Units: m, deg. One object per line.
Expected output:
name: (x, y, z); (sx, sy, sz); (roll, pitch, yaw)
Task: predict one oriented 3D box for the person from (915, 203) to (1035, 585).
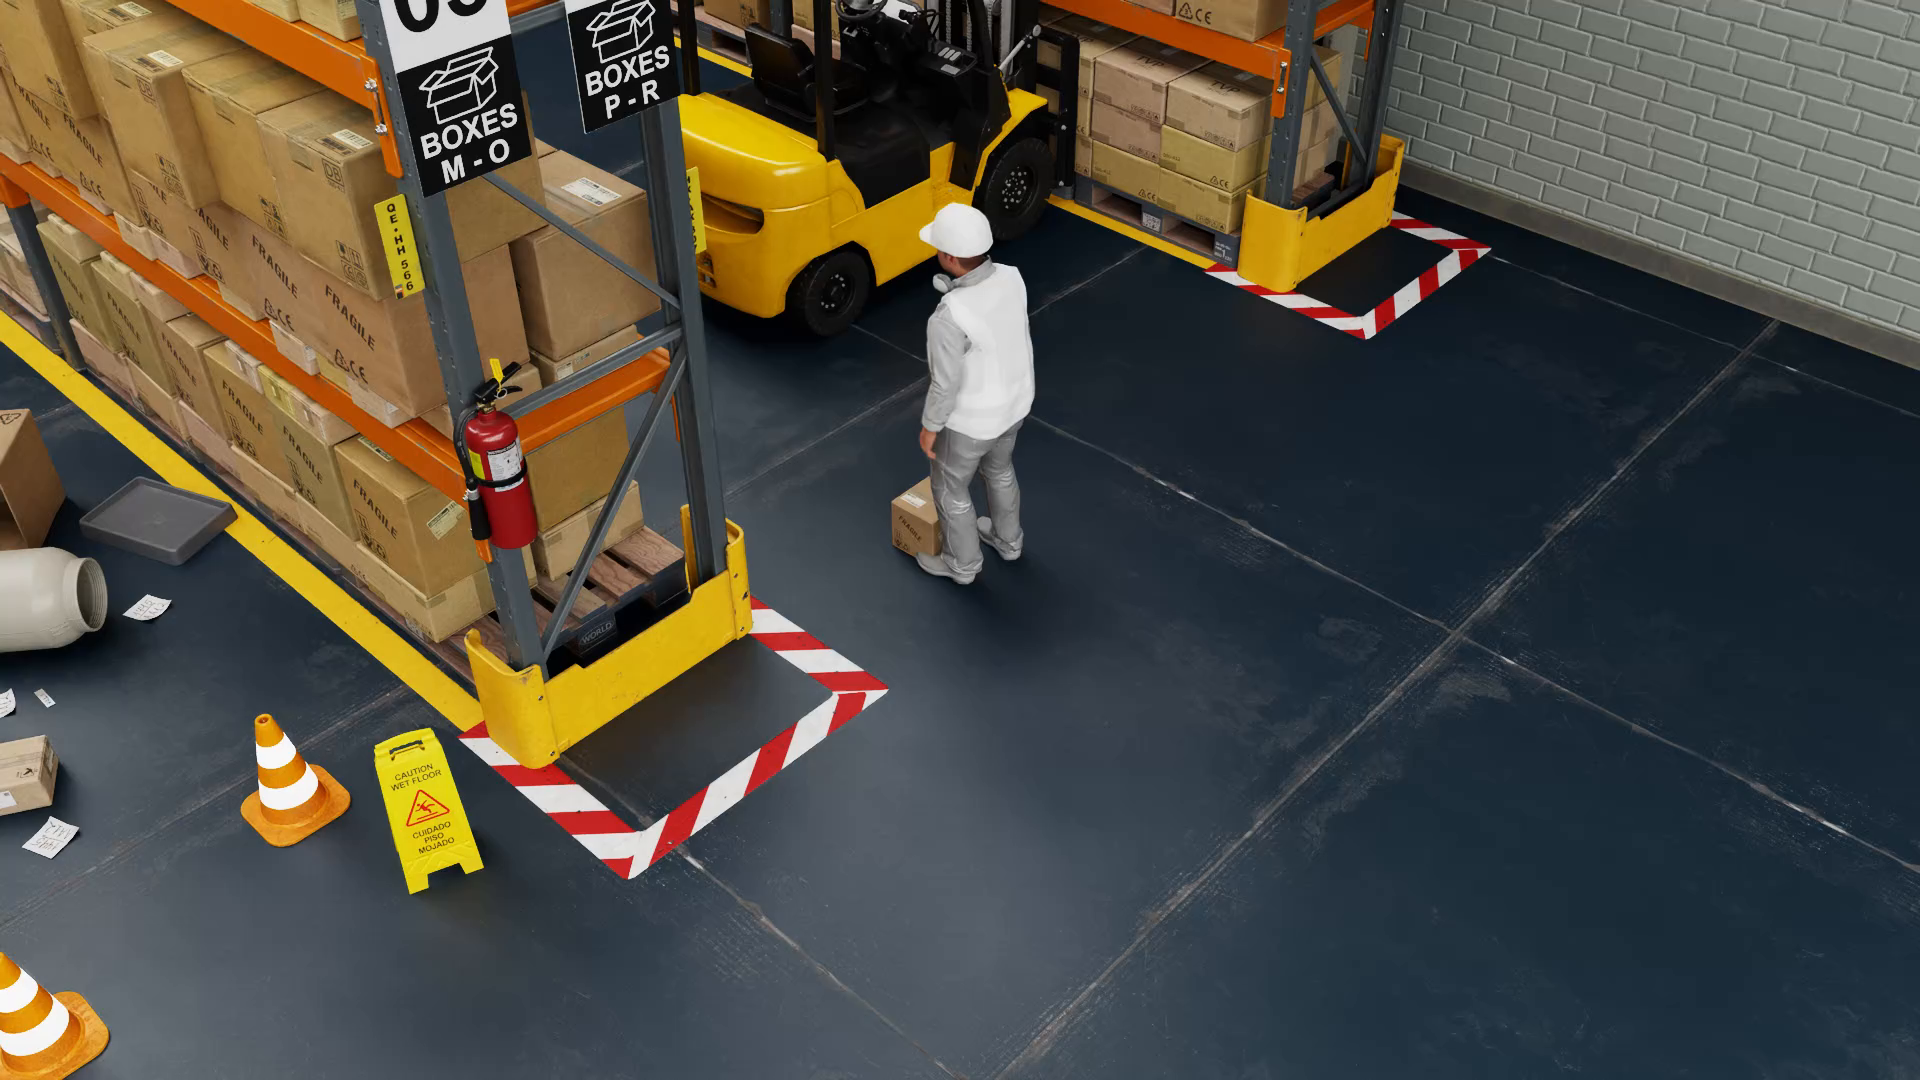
person: (0.056, -0.564, 6.826); (0.467, 1.773, 0.593); (28, 47, 30)
